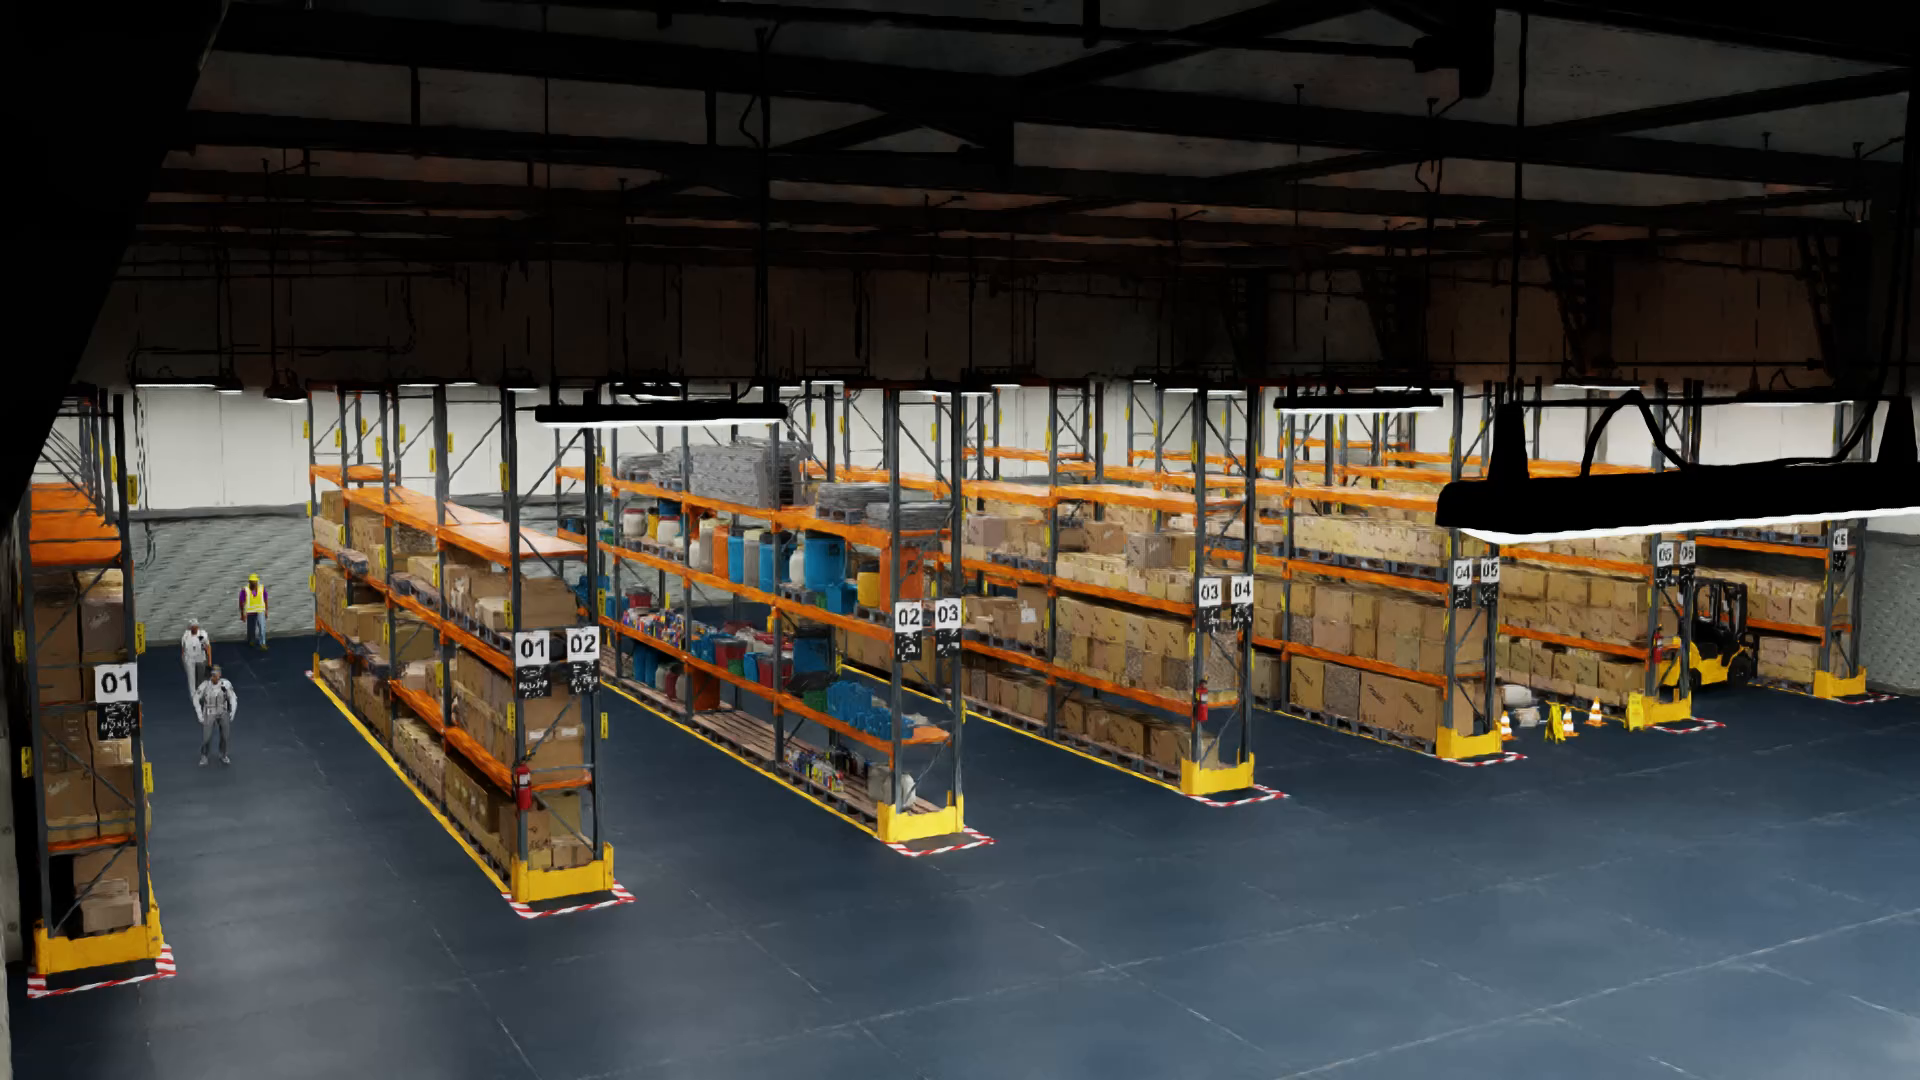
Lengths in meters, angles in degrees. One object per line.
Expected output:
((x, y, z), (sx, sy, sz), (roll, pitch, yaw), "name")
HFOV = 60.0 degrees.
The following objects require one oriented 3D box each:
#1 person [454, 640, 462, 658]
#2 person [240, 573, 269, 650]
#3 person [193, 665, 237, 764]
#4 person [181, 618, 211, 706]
((-9.525, 2.081, 32.055), (0.719, 1.714, 0.578), (-4, 7, -31), "person")
((-15.610, 1.571, 36.778), (0.573, 1.691, 1.121), (-3, 7, -26), "person")
((-11.742, 2.744, 26.229), (0.637, 1.628, 0.506), (-4, 7, -31), "person")
((-14.208, 2.239, 30.957), (0.493, 1.605, 1.000), (-3, 7, -30), "person")
